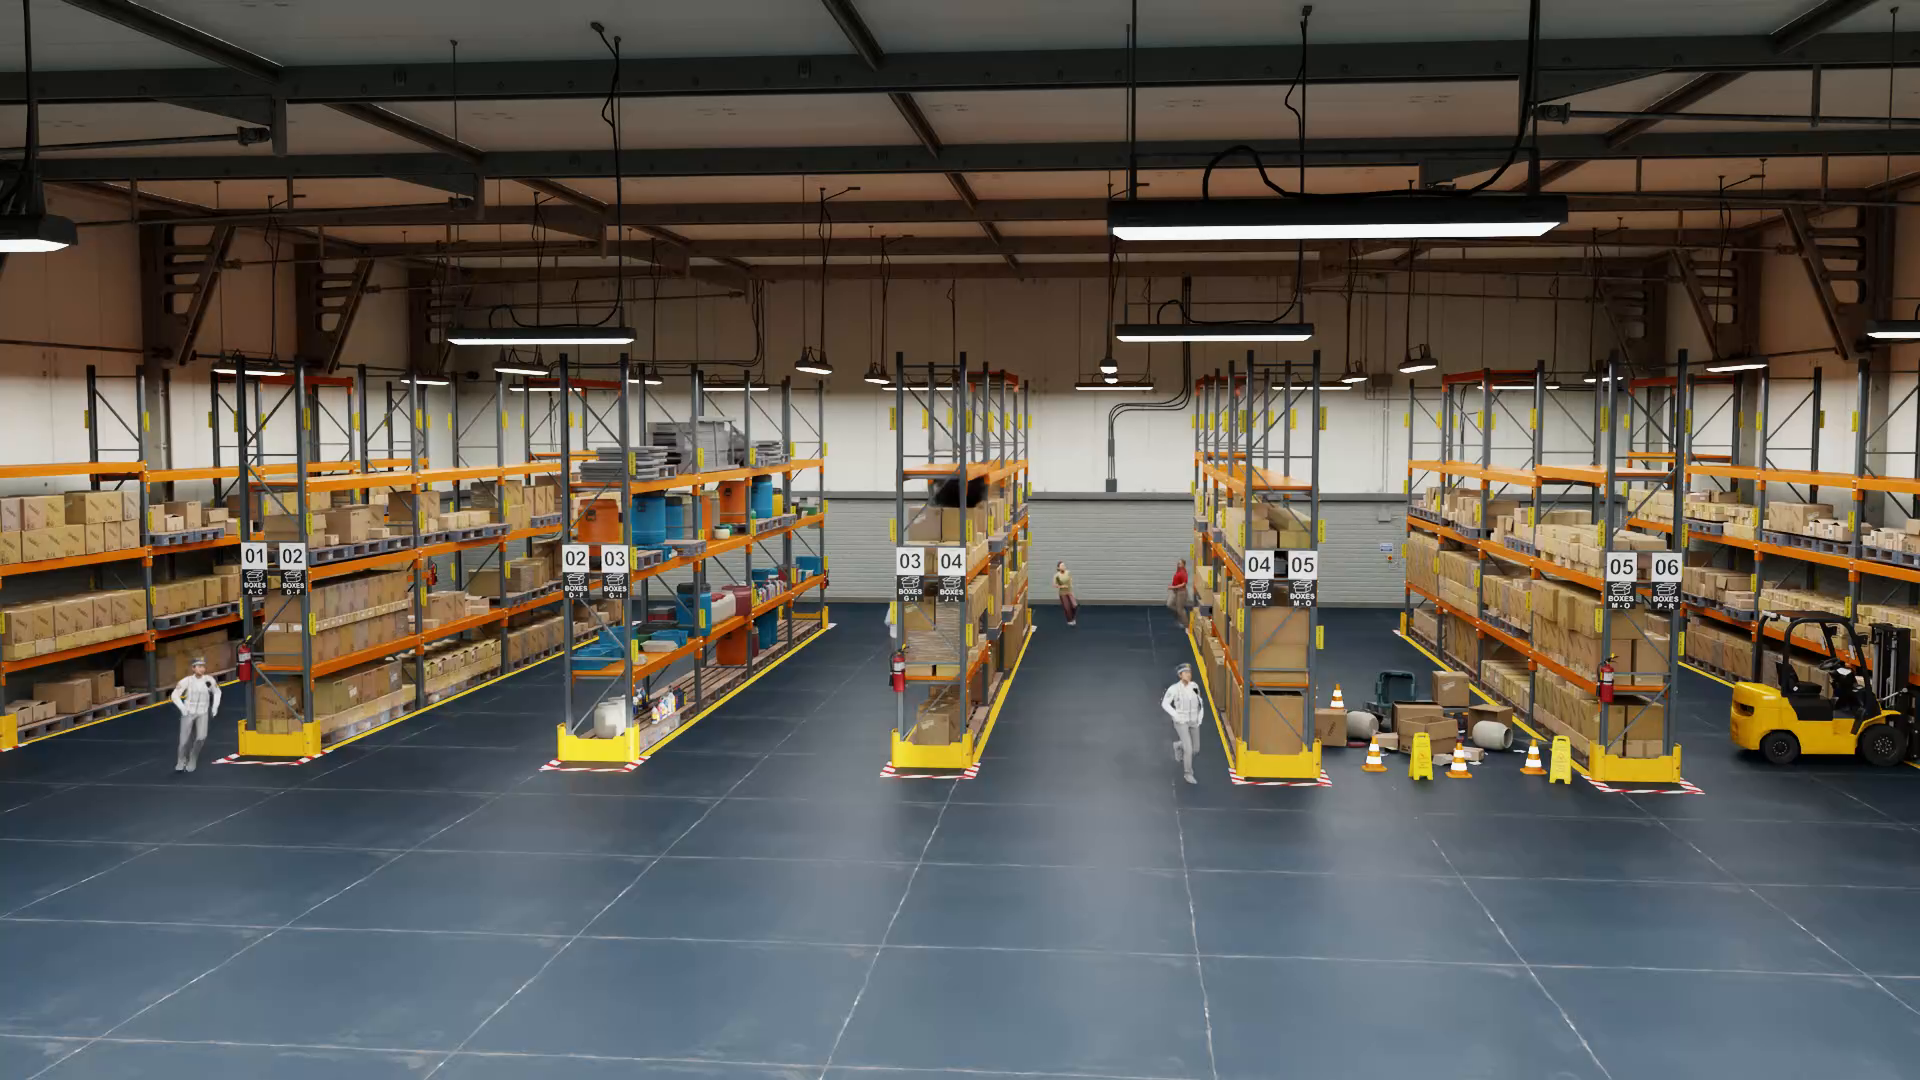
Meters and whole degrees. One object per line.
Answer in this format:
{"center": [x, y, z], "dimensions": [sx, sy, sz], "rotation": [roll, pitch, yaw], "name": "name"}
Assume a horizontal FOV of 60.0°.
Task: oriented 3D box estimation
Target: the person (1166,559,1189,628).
{"center": [5.310, 1.302, 40.314], "dimensions": [0.606, 1.702, 0.685], "rotation": [-1, 4, -17], "name": "person"}

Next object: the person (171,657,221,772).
{"center": [-10.924, 2.486, 23.802], "dimensions": [0.658, 1.639, 0.585], "rotation": [-2, 5, -30], "name": "person"}

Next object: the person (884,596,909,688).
{"center": [-1.113, 1.849, 31.613], "dimensions": [0.652, 1.793, 0.902], "rotation": [0, 4, -3], "name": "person"}

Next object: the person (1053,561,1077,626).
{"center": [2.557, 1.310, 40.585], "dimensions": [0.642, 1.592, 0.575], "rotation": [-1, 4, -18], "name": "person"}

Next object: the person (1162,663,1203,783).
{"center": [3.130, 2.540, 23.310], "dimensions": [0.636, 1.669, 0.672], "rotation": [-2, 4, -25], "name": "person"}
